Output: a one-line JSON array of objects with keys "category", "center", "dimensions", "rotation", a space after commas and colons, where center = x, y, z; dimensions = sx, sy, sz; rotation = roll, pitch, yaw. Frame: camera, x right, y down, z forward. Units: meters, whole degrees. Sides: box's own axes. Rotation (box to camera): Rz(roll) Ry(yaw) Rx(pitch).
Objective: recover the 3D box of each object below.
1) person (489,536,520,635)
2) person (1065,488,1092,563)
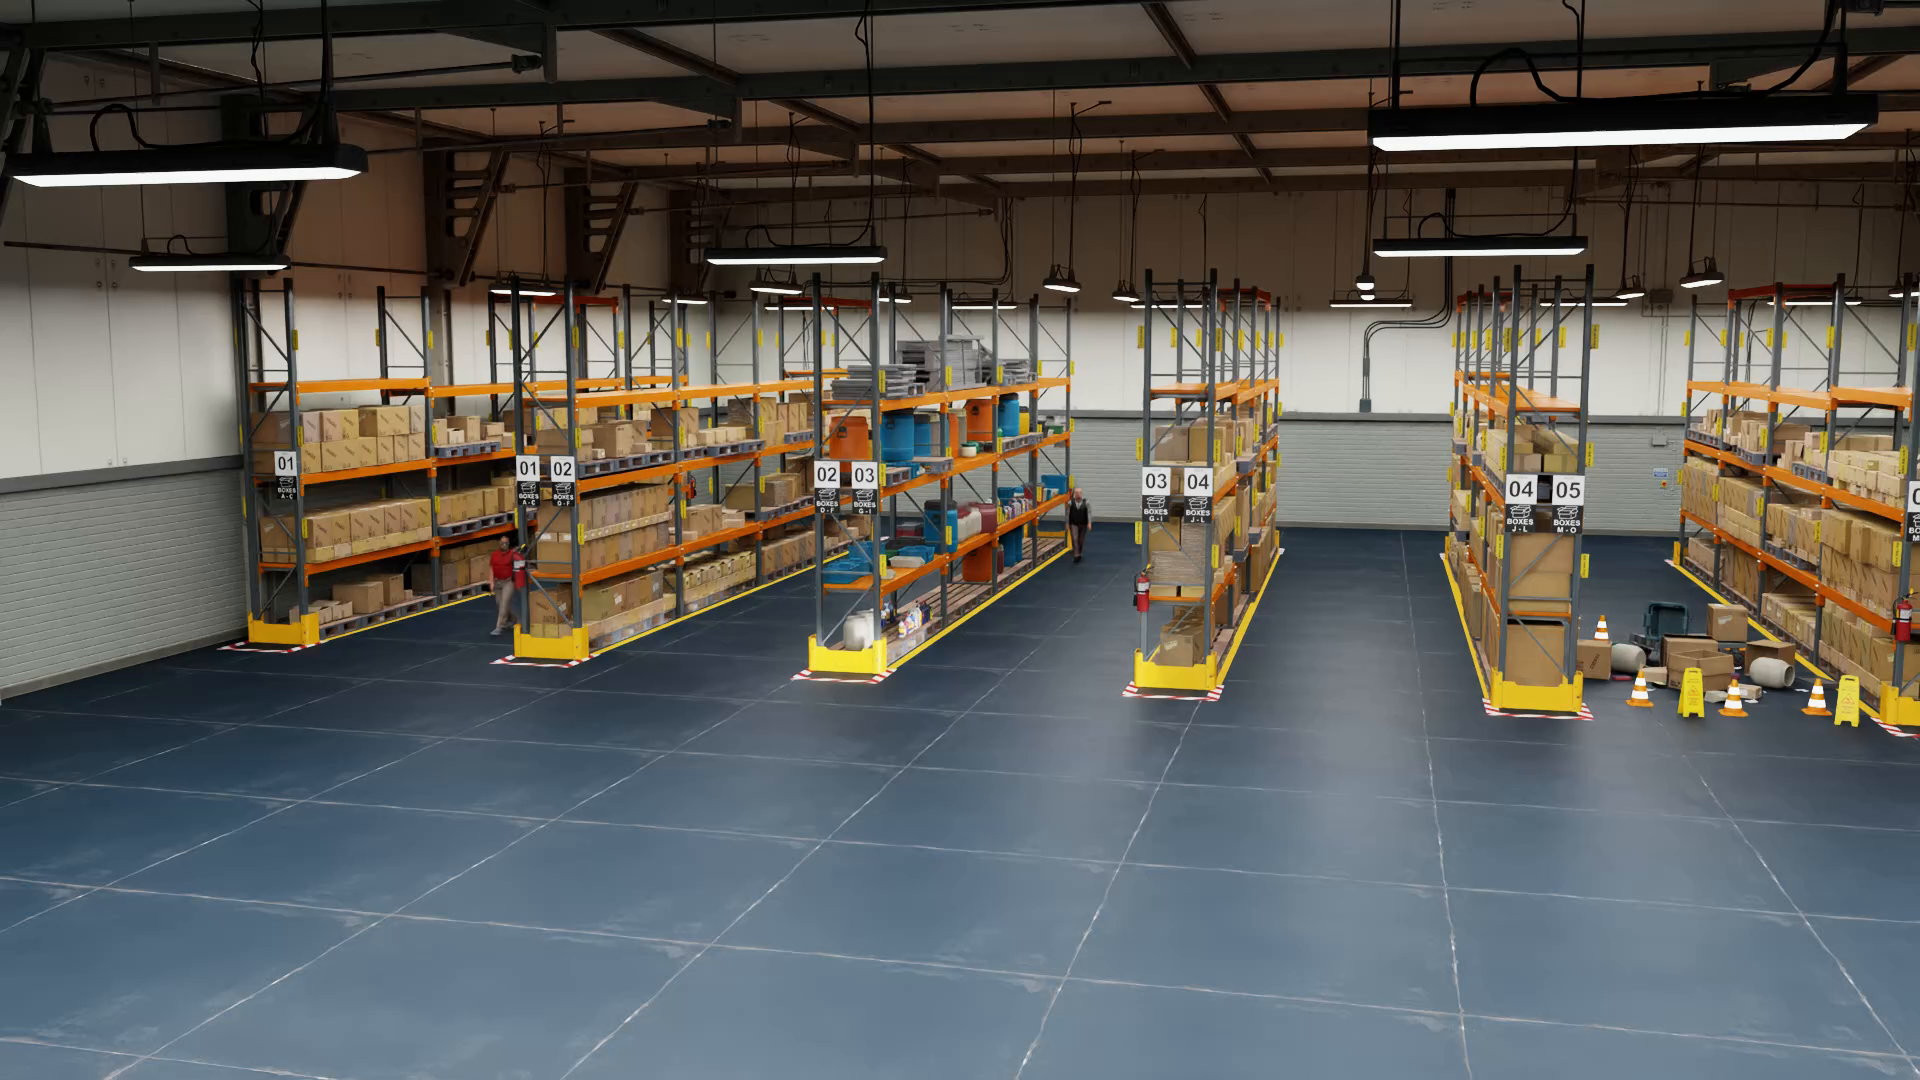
[{"category": "person", "center": [-7.835, 0.756, 28.513], "dimensions": [0.524, 1.650, 1.065], "rotation": [2, 7, 13]}, {"category": "person", "center": [2.694, -0.347, 37.577], "dimensions": [0.575, 1.658, 1.063], "rotation": [-1, 7, -5]}]
